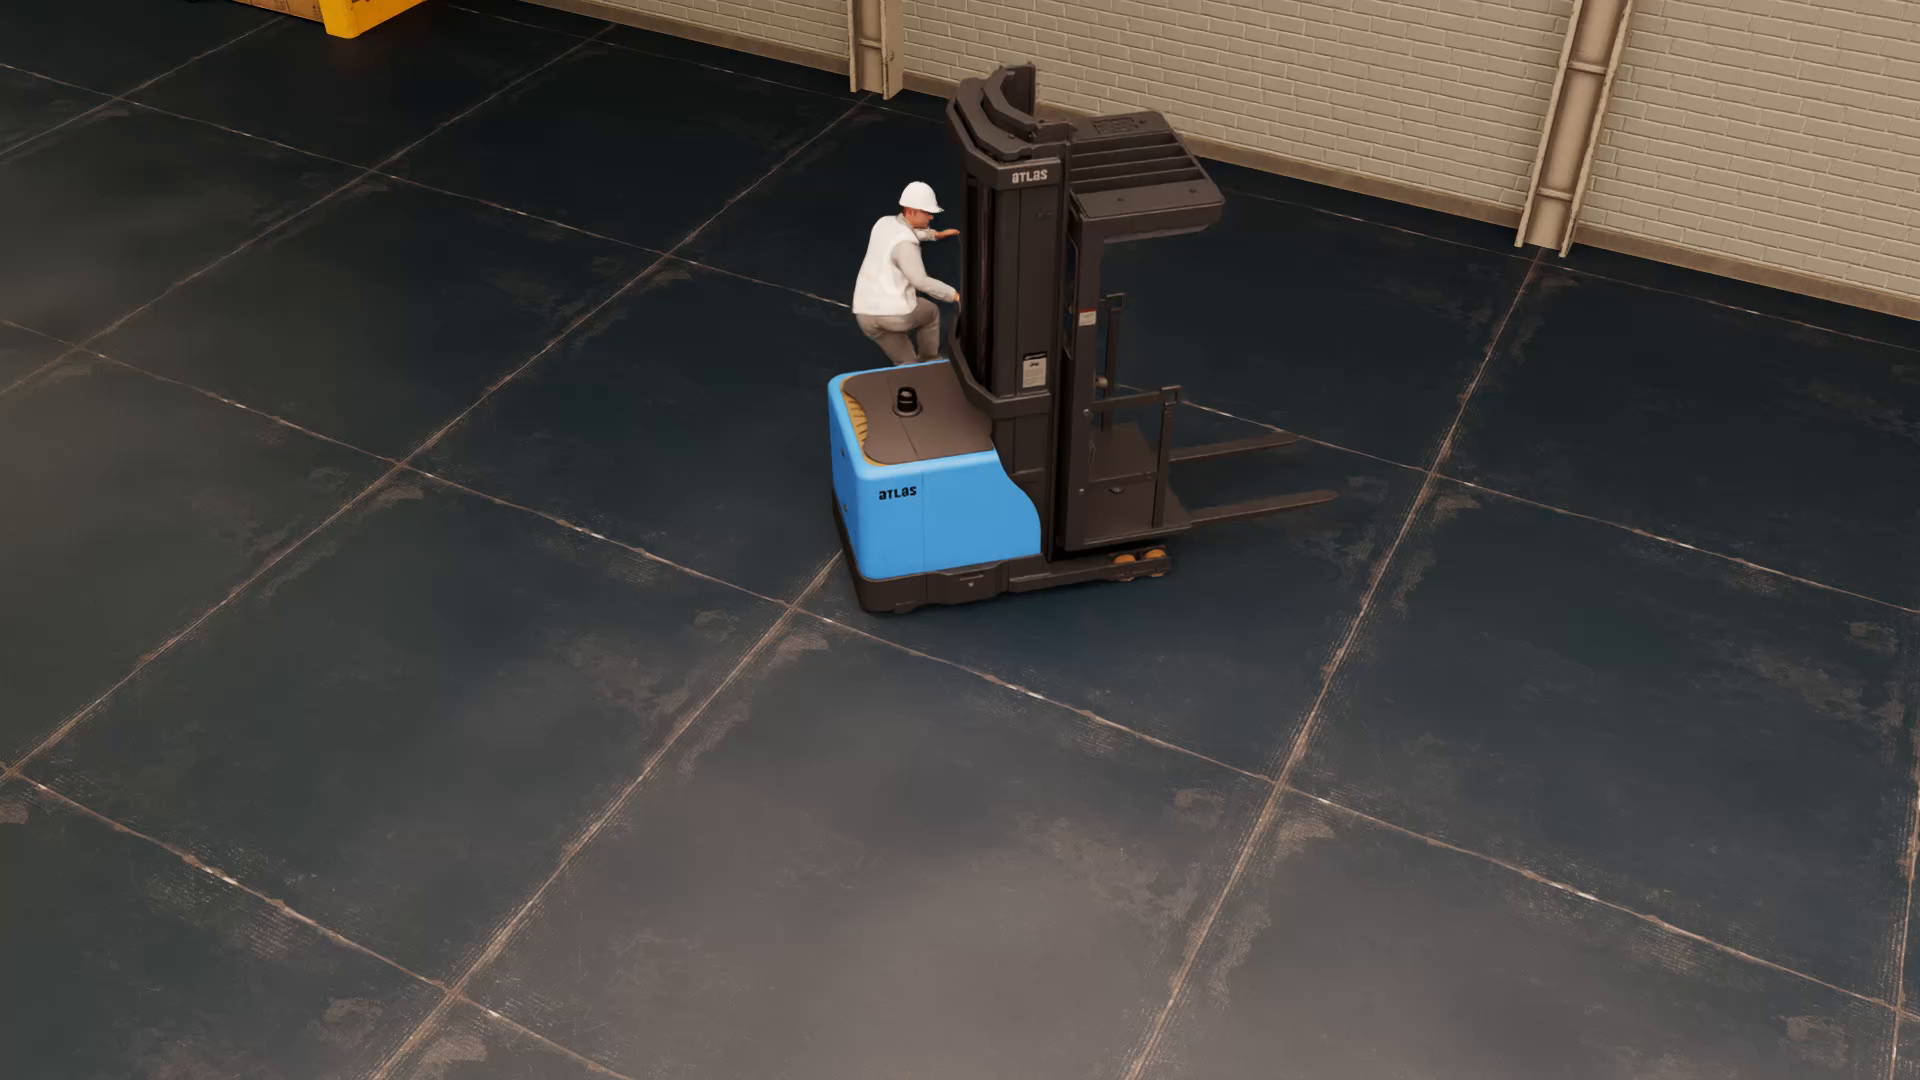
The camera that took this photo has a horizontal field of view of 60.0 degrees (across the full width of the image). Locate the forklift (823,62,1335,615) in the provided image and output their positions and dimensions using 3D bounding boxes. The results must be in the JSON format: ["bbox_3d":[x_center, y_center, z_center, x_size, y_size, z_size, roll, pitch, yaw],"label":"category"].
[{"bbox_3d":[0.760,-1.190,9.399,3.031,2.935,1.130,-9,41,-11],"label":"forklift"}]

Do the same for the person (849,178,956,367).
[{"bbox_3d":[-0.219,-1.625,11.002,0.943,1.545,1.003,28,47,29],"label":"person"}]
